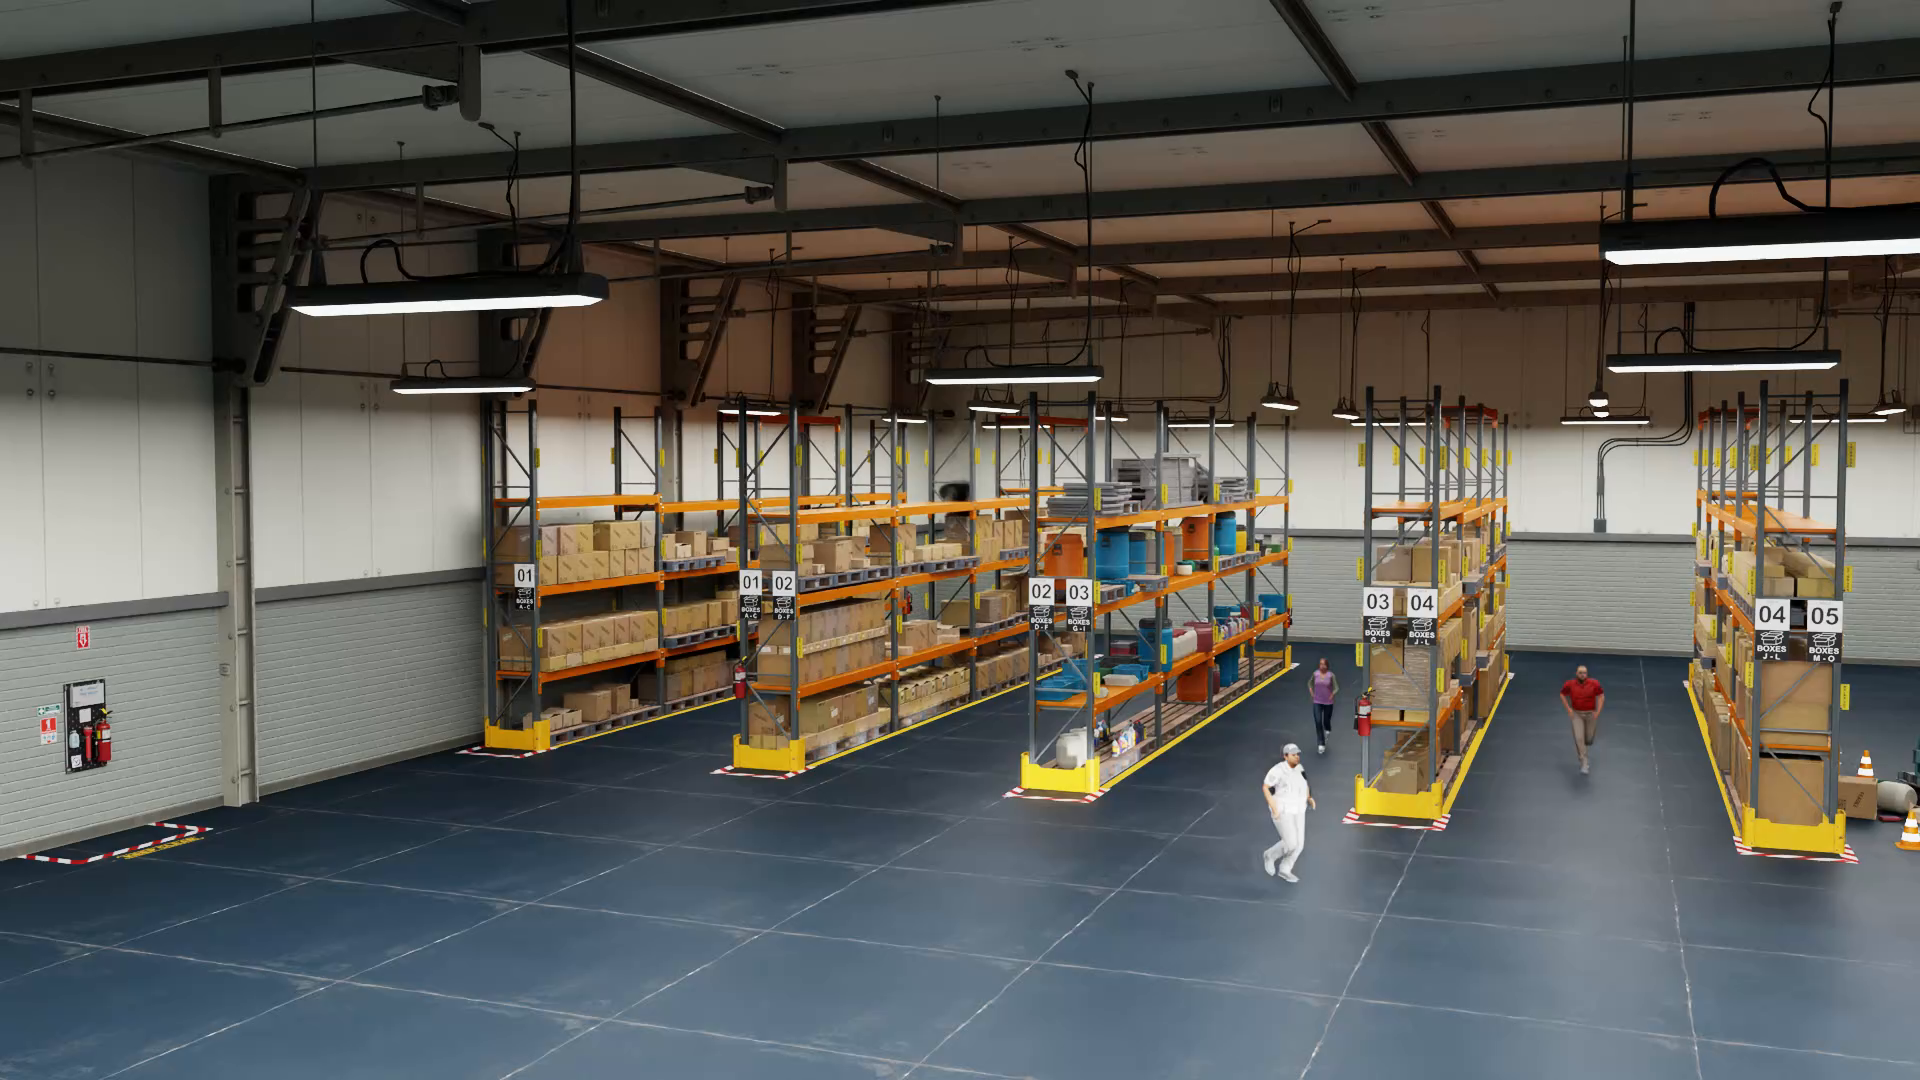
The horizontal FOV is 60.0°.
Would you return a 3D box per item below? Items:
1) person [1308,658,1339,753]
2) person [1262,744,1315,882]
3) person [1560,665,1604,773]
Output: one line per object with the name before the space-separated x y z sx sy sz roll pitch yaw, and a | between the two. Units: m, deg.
person | 6.228 2.814 28.546 0.541 1.593 0.780 1 3 18
person | 3.912 3.221 19.698 0.618 1.635 0.547 -2 3 -34
person | 10.030 2.864 26.834 0.669 1.725 0.924 1 3 13
